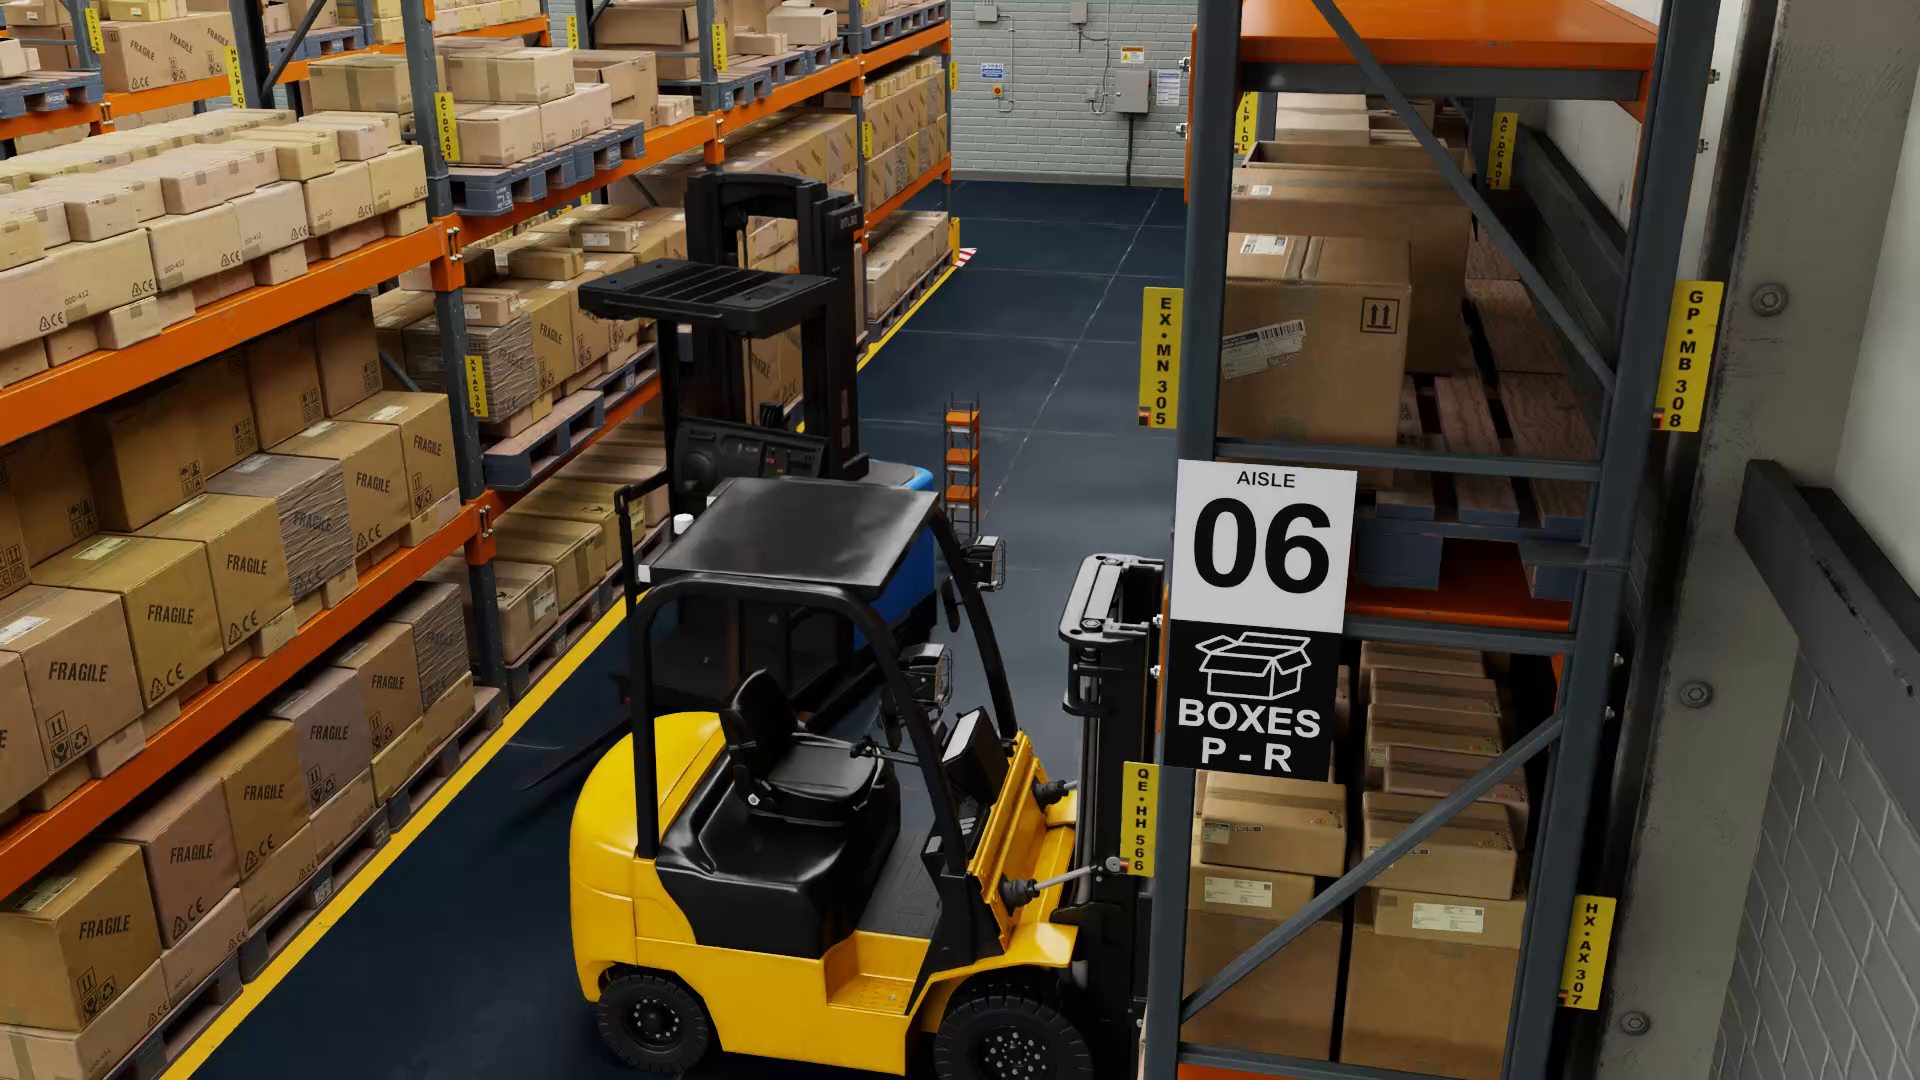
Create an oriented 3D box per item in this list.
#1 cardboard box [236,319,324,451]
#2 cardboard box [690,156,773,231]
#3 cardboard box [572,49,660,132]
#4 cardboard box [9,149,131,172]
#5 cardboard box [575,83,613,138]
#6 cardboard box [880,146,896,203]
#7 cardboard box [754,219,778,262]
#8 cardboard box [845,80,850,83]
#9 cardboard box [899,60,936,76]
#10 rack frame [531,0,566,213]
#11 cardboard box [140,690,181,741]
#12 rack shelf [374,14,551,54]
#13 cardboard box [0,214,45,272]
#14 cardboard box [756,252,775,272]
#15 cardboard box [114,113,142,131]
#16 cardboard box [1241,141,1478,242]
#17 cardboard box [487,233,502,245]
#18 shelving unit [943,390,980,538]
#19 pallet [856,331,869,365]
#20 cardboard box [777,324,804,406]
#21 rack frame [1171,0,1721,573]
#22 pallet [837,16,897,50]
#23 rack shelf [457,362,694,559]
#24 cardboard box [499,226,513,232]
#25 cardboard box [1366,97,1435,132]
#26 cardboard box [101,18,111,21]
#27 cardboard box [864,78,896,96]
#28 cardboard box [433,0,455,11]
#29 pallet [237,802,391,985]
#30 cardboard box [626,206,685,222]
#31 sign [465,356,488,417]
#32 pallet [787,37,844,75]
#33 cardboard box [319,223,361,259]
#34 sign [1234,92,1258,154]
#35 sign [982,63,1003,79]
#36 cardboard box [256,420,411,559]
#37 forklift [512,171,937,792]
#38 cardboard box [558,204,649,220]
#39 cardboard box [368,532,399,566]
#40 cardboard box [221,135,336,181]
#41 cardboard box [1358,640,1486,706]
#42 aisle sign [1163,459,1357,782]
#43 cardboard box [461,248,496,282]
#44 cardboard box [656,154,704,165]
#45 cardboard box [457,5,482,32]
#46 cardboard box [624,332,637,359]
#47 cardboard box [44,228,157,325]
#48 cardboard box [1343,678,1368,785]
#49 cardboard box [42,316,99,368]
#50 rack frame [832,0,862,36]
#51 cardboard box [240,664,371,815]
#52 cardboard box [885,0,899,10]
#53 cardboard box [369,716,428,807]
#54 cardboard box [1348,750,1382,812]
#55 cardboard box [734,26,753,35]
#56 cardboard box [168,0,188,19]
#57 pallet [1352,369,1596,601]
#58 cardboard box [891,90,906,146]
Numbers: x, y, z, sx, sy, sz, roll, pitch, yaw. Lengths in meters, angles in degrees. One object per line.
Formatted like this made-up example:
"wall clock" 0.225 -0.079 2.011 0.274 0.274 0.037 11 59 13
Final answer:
"cardboard box" -3.484 -0.756 7.844 0.700 0.500 0.500 5 22 11
"cardboard box" -1.808 -2.754 13.204 0.500 0.500 0.500 5 22 11
"cardboard box" -2.443 -2.992 11.118 0.700 0.500 0.500 4 22 11
"cardboard box" -3.652 -1.511 6.844 0.380 0.149 0.250 4 22 10
"cardboard box" -2.361 -2.508 9.690 0.500 0.250 0.500 4 22 10
"cardboard box" -0.965 -3.745 17.002 0.500 0.500 0.500 5 22 11
"cardboard box" -1.788 -2.418 13.373 0.500 0.250 0.500 5 22 12
"cardboard box" -1.350 -4.774 17.351 0.380 0.149 0.250 4 22 10
"cardboard box" -0.483 -5.295 18.645 0.380 0.149 0.250 4 22 10
"rack frame" -5.474 -5.166 20.666 1.000 3.000 0.127 4 22 11
"cardboard box" -3.313 0.663 6.528 0.380 0.149 0.250 5 22 12
"rack shelf" -5.882 -5.492 18.424 1.077 0.370 4.000 4 22 11
"cardboard box" -3.329 -1.000 5.574 0.380 0.149 0.250 4 22 11
"cardboard box" -1.806 -2.179 13.450 0.500 0.250 0.500 4 22 9
"cardboard box" -10.356 -5.081 20.256 0.500 0.250 0.500 4 22 9
"cardboard box" 1.303 -1.036 5.562 0.797 0.503 0.637 5 23 13
"cardboard box" -5.570 -3.489 19.357 0.380 0.149 0.250 6 23 14
"shelving unit" 0.011 -0.507 11.706 0.215 1.050 0.252 4 22 11
"pallet" -1.507 -1.781 15.994 1.003 0.211 1.213 4 22 11
"cardboard box" -1.832 -1.681 14.295 0.875 0.875 0.875 5 22 12
"rack frame" 0.988 -1.380 3.235 1.000 3.000 0.127 4 22 11
"pallet" -1.247 -5.012 16.386 1.003 0.211 1.213 4 22 11
"rack shelf" -2.648 -0.835 10.874 1.077 0.370 4.000 4 22 11
"cardboard box" -5.485 -3.717 19.526 0.380 0.149 0.250 5 23 13
"cardboard box" 2.496 -2.429 9.472 0.380 0.166 0.250 4 22 11
"cardboard box" -7.149 -4.090 13.845 0.500 0.500 0.500 4 22 11
"cardboard box" -0.865 -4.642 17.025 0.380 0.149 0.250 4 22 9
"cardboard box" -5.735 -5.780 17.705 0.500 0.250 0.500 5 22 12
"pallet" -3.405 1.552 7.717 1.003 0.211 1.213 4 22 11
"cardboard box" -2.061 -2.092 11.938 0.500 0.500 0.500 4 22 9
"sign" -2.523 -0.800 8.666 0.100 0.325 0.005 4 22 11
"pallet" -1.563 -4.326 14.822 0.805 0.209 1.217 4 22 9
"cardboard box" -2.988 -1.392 7.616 0.380 0.149 0.250 5 22 11
"sign" 1.271 -1.875 7.366 0.100 0.325 0.005 4 22 11
"sign" 0.485 -7.041 24.960 0.327 0.218 0.001 4 22 11
"cardboard box" -3.002 -0.251 7.930 0.500 0.500 0.500 5 23 13
"forklift" -1.247 -0.379 8.872 1.130 2.935 3.031 10 24 24
"cardboard box" -2.558 -2.132 12.039 0.500 0.500 0.500 4 22 9
"cardboard box" -2.997 0.001 8.171 0.380 0.149 0.250 5 22 11
"cardboard box" -2.950 -1.655 7.202 0.380 0.149 0.250 5 22 12
"cardboard box" 1.486 0.433 5.364 0.380 0.149 0.250 5 23 13
"aisle sign" 0.687 0.199 3.866 0.394 0.787 0.004 4 22 11
"cardboard box" -3.022 -1.658 9.994 0.380 0.149 0.250 4 22 9
"cardboard box" -2.294 -2.807 13.337 0.500 0.500 0.500 5 22 12
"cardboard box" -5.608 -5.738 18.271 0.500 0.250 0.500 5 23 13
"cardboard box" -2.315 -1.268 10.760 0.380 0.149 0.250 4 22 9
"cardboard box" -3.315 -0.972 6.039 0.500 0.250 0.500 5 22 12
"cardboard box" 1.544 0.820 5.669 0.500 0.500 0.500 4 22 10
"cardboard box" -3.356 -0.733 5.978 0.380 0.149 0.250 4 22 9
"rack frame" -1.424 -6.146 15.068 1.000 3.000 0.127 4 22 11
"cardboard box" -3.119 0.905 7.705 0.500 0.500 0.500 6 23 14
"cardboard box" -0.962 -5.873 17.830 0.500 0.311 0.500 5 22 12
"cardboard box" -3.013 1.076 8.286 0.500 0.250 0.500 4 22 9
"cardboard box" 1.357 0.764 4.940 0.380 0.149 0.250 4 22 10
"cardboard box" -2.025 -4.405 14.510 0.380 0.166 0.250 3 22 7
"cardboard box" -6.635 -4.445 13.702 0.396 0.266 0.258 4 22 11
"pallet" 1.157 -0.204 4.449 1.003 0.211 1.213 4 22 11
"cardboard box" -0.865 -4.400 17.290 0.500 0.500 0.500 5 22 12
